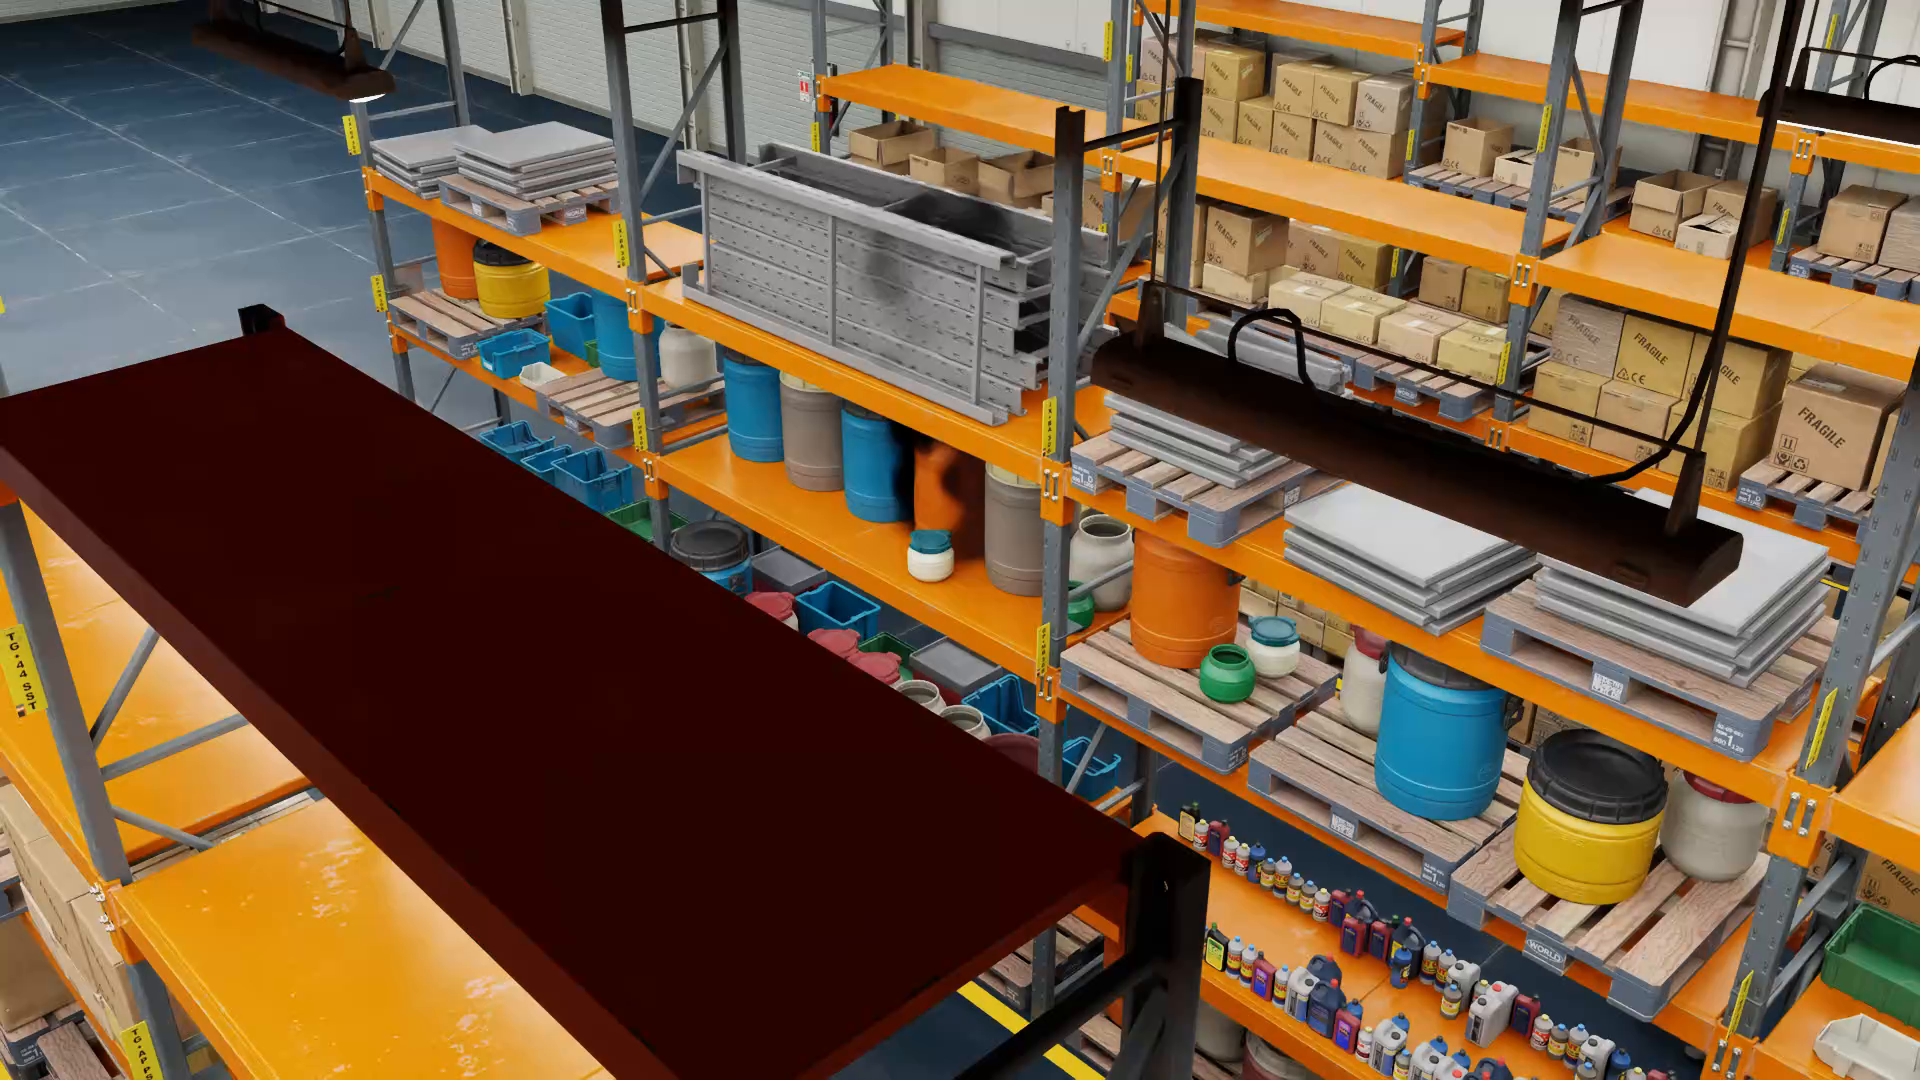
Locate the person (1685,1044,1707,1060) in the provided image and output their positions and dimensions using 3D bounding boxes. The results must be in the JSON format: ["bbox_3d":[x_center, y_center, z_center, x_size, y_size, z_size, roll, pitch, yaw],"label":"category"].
[{"bbox_3d":[4.551,2.420,10.366,0.996,1.759,0.688,17,33,29],"label":"person"}]
